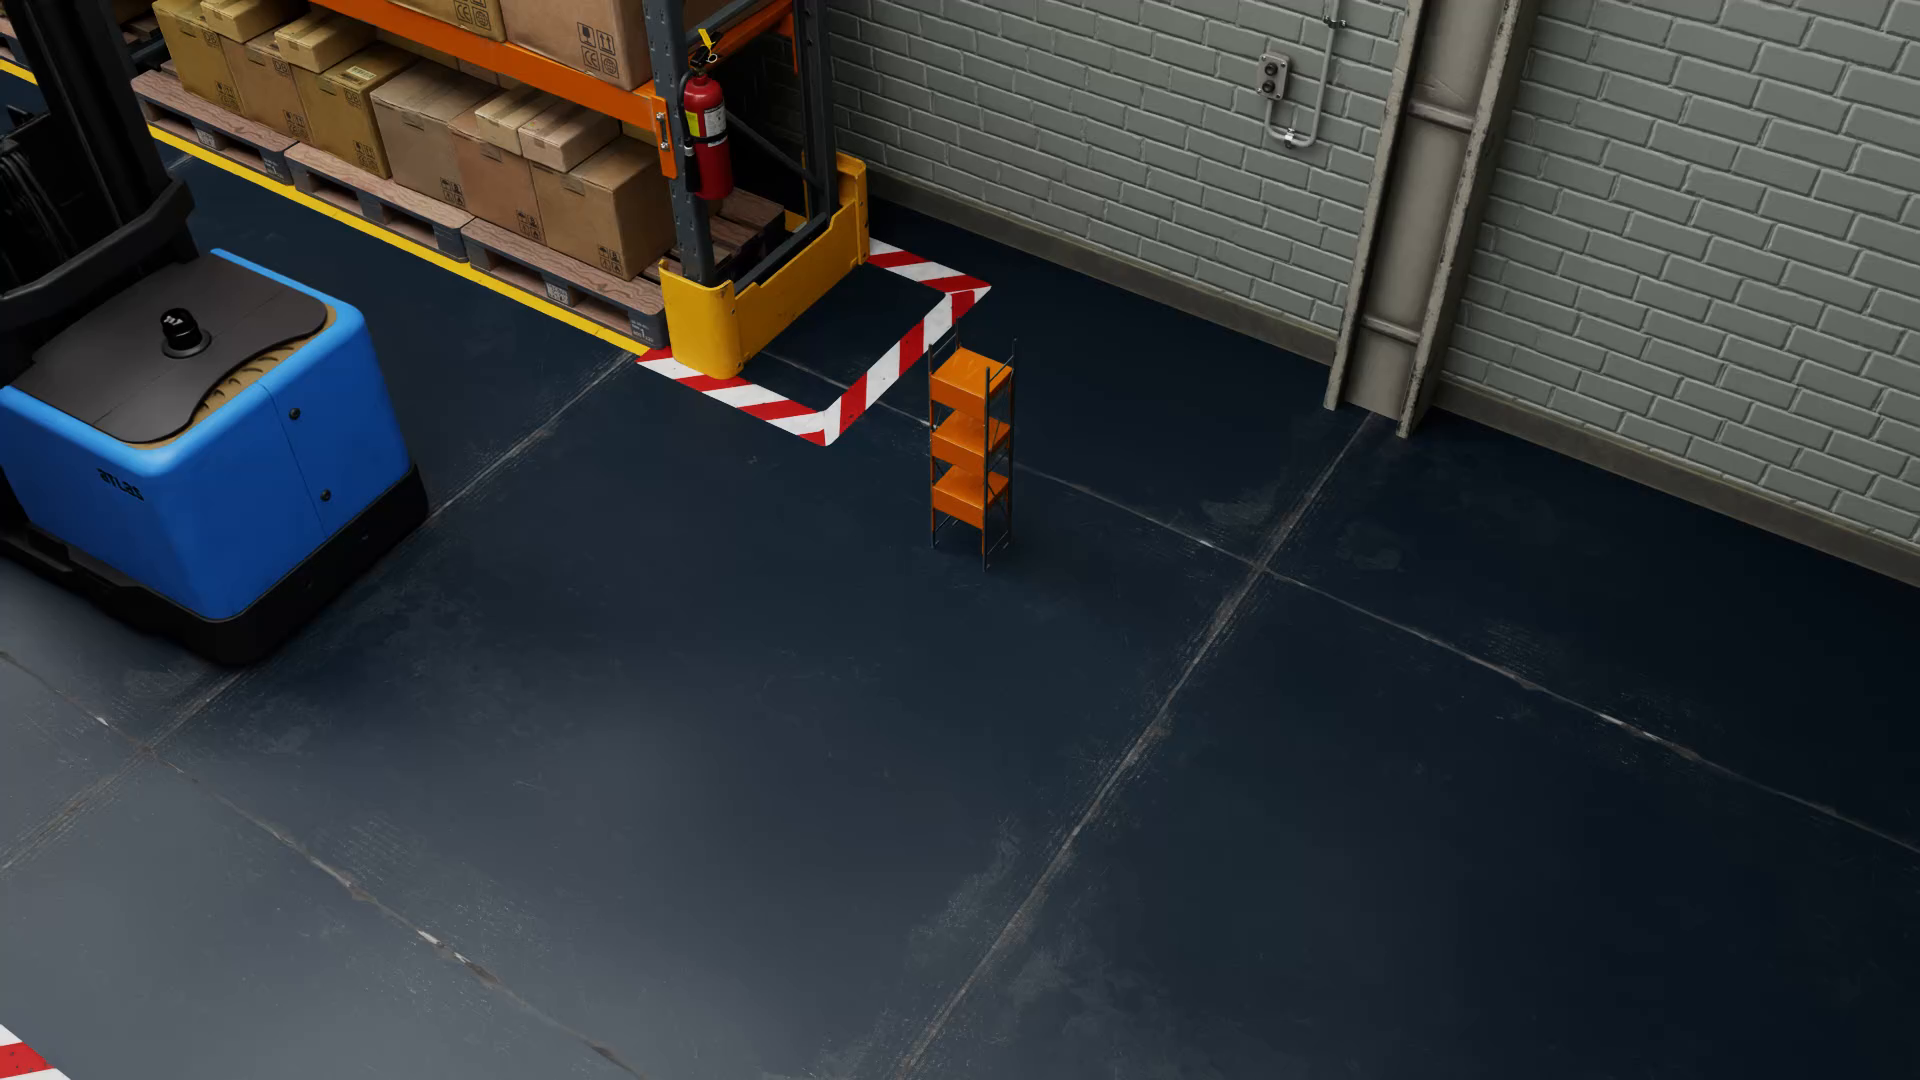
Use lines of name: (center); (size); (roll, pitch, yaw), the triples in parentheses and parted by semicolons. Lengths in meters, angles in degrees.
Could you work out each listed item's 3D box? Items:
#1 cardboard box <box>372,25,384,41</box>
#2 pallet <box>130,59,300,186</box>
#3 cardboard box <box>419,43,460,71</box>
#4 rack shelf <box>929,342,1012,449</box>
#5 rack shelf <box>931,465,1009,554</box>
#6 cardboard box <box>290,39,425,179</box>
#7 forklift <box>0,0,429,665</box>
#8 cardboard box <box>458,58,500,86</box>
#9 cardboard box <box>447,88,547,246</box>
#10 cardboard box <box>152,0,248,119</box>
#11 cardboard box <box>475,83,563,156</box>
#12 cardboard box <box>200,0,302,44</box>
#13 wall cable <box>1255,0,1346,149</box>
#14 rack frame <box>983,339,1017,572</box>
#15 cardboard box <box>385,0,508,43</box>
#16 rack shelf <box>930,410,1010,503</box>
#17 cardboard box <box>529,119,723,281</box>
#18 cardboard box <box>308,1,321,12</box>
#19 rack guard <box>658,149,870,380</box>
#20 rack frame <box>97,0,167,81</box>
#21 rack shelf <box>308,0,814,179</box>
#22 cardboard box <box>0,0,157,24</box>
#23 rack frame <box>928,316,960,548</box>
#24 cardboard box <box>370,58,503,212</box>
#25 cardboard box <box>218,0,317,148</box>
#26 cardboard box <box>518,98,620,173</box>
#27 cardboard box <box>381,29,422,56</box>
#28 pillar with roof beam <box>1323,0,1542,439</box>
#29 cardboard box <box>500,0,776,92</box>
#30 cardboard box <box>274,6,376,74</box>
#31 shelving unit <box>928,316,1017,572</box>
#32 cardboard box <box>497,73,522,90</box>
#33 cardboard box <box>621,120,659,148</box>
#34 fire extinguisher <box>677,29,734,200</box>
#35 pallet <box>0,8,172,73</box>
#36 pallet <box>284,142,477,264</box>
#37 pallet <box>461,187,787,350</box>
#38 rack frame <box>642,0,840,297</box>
cardboard box: (-2.822, -2.645, 8.226); (0.250, 0.149, 0.380); (25, 51, 22)
pallet: (-3.662, -2.408, 8.943); (1.213, 0.211, 1.003); (25, 51, 22)
cardboard box: (-2.391, -2.447, 8.034); (0.250, 0.149, 0.380); (25, 51, 22)
rack shelf: (0.045, -0.536, 6.157); (0.240, 0.259, 0.215); (25, 51, 22)
rack shelf: (0.045, -0.144, 6.560); (0.240, 0.259, 0.215); (25, 51, 22)
cardboard box: (-2.834, -2.249, 8.294); (0.500, 0.500, 0.700); (26, 51, 23)
forklift: (-3.697, -1.354, 6.022); (3.031, 2.935, 1.130); (23, 50, 21)
cardboard box: (-2.175, -2.348, 7.938); (0.250, 0.149, 0.380); (25, 51, 23)
cardboard box: (-1.958, -1.852, 7.909); (0.500, 0.500, 0.700); (25, 51, 22)
cardboard box: (-3.686, -2.645, 8.679); (0.500, 0.500, 0.700); (25, 51, 23)
cardboard box: (-1.958, -1.923, 7.525); (0.250, 0.149, 0.380); (26, 51, 23)
cardboard box: (-3.496, -2.629, 8.211); (0.250, 0.149, 0.380); (26, 51, 23)
wall cable: (0.695, -2.602, 6.479); (1.851, 1.984, 0.084); (25, 51, 22)
rack frame: (0.148, -0.298, 6.307); (0.008, 1.050, 0.200); (25, 51, 22)
cardboard box: (-1.946, -2.744, 7.115); (0.700, 0.700, 0.980); (24, 51, 22)
rack shelf: (0.045, -0.338, 6.361); (0.240, 0.259, 0.215); (25, 51, 22)
cardboard box: (-1.536, -1.659, 7.720); (0.500, 0.500, 0.700); (25, 51, 22)
cardboard box: (-3.034, -2.743, 8.322); (0.250, 0.149, 0.380); (23, 50, 21)
rack guard: (-0.873, -1.292, 7.657); (0.348, 0.500, 1.175); (25, 51, 22)
rack frame: (-4.260, -3.721, 8.275); (0.127, 3.000, 1.000); (25, 51, 22)
rack shelf: (-2.577, -2.696, 7.780); (4.000, 0.370, 1.077); (25, 51, 22)
cardboard box: (-4.878, -3.292, 9.063); (0.750, 0.750, 0.750); (25, 51, 23)
rack frame: (-0.058, -0.392, 6.399); (0.008, 1.050, 0.200); (25, 51, 22)
cardboard box: (-2.381, -2.047, 8.097); (0.500, 0.500, 0.700); (23, 50, 21)
cardboard box: (-3.265, -2.449, 8.488); (0.500, 0.500, 0.700); (24, 51, 22)
cardboard box: (-1.743, -1.824, 7.429); (0.250, 0.149, 0.380); (24, 51, 22)
cardboard box: (-2.604, -2.545, 8.129); (0.250, 0.149, 0.380); (24, 50, 21)
pillar with roof beam: (-0.478, -1.141, 1.584); (0.400, 9.000, 9.100); (25, 51, 22)
cardboard box: (-1.328, -2.469, 6.848); (0.700, 0.700, 0.980); (27, 52, 24)
cardboard box: (-3.057, -2.427, 8.014); (0.250, 0.149, 0.380); (23, 50, 21)
shelving unit: (0.045, -0.345, 6.353); (0.252, 1.050, 0.215); (25, 51, 22)
cardboard box: (-1.960, -2.250, 7.843); (0.250, 0.149, 0.380); (25, 51, 22)
cardboard box: (-1.323, -1.957, 7.558); (0.250, 0.149, 0.380); (25, 51, 22)
fire extinguisher: (-1.015, -1.679, 6.604); (0.183, 0.674, 0.296); (25, 51, 22)
pallet: (-4.950, -3.003, 9.521); (1.213, 0.211, 1.003); (25, 51, 22)
pallet: (-2.631, -1.936, 8.484); (1.213, 0.211, 1.003); (25, 51, 22)
pallet: (-1.608, -1.463, 8.025); (1.213, 0.211, 1.003); (25, 51, 22)
rack frame: (-0.893, -2.173, 6.770); (0.127, 3.000, 1.000); (25, 51, 22)
